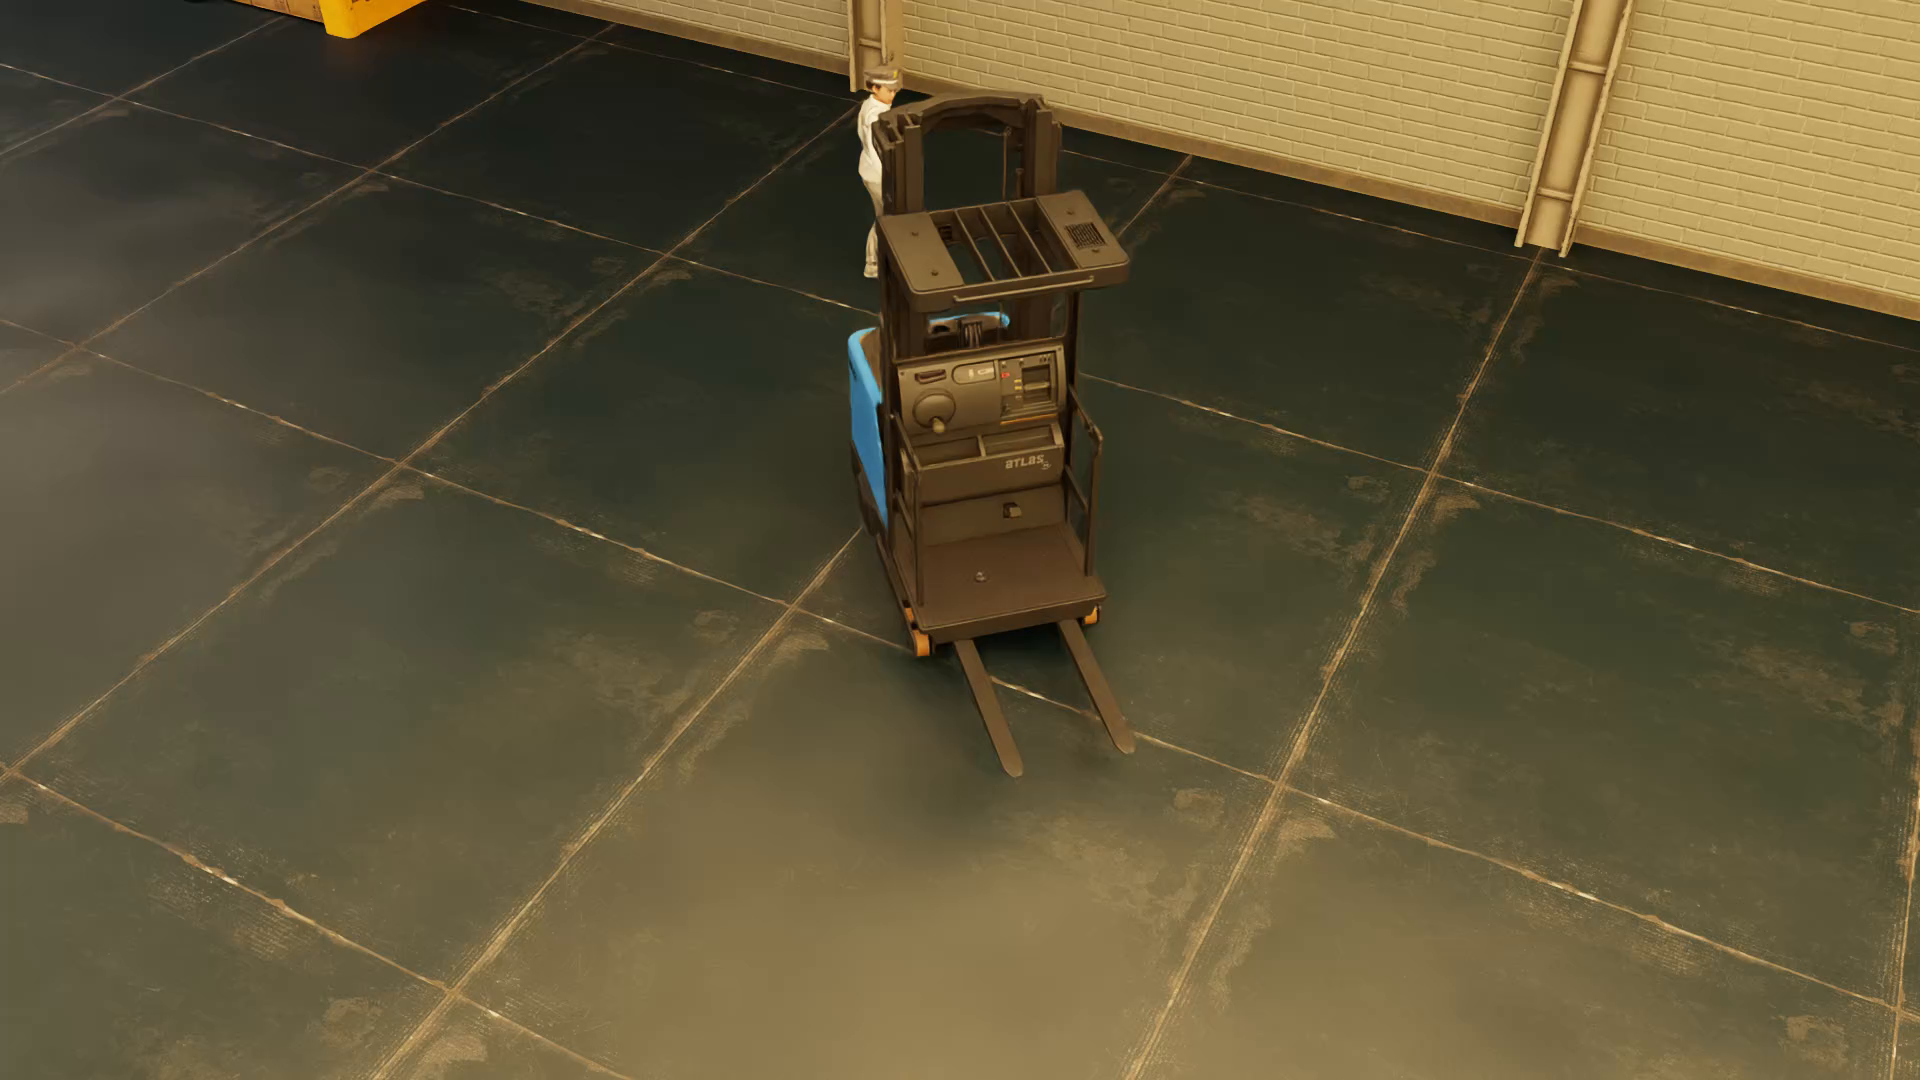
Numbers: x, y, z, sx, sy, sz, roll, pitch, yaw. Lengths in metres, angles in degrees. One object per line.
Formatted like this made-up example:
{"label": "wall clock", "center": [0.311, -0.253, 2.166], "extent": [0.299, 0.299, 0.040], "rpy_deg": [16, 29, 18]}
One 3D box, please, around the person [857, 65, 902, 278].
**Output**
{"label": "person", "center": [-0.504, -2.654, 12.127], "extent": [0.446, 1.660, 0.676], "rpy_deg": [-13, 42, -15]}

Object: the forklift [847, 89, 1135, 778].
{"label": "forklift", "center": [0.182, -0.738, 8.863], "extent": [1.130, 2.935, 3.031], "rpy_deg": [-10, 41, -12]}
